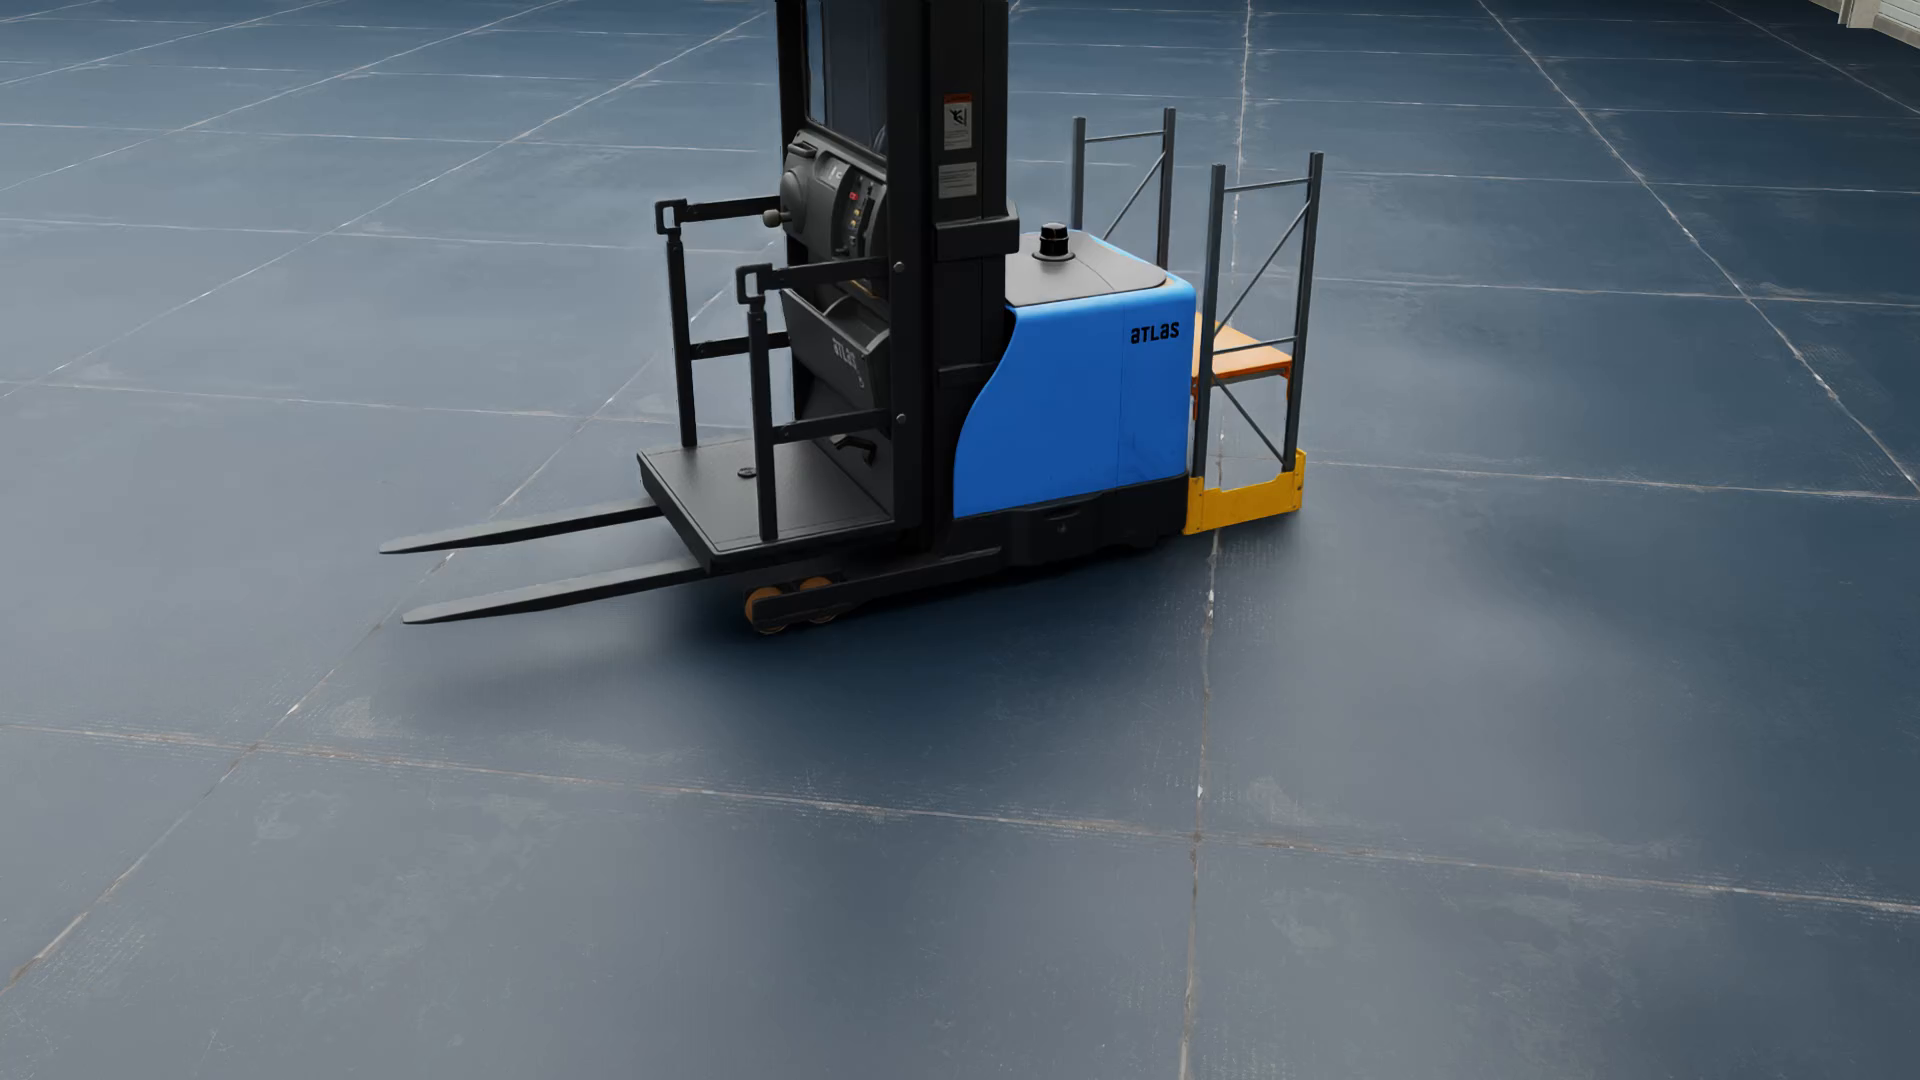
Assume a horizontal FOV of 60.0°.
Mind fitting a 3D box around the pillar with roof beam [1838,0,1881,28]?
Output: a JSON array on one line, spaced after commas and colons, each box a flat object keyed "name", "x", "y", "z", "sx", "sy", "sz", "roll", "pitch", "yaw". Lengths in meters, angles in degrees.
[{"name": "pillar with roof beam", "x": 6.478, "y": -10.528, "z": 18.628, "sx": 9.100, "sy": 9.000, "sz": 0.400, "roll": 4, "pitch": 25, "yaw": 9}]

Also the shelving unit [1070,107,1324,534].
[{"name": "shelving unit", "x": 0.944, "y": -0.959, "z": 7.029, "sx": 0.587, "sy": 1.500, "sz": 1.083, "roll": -12, "pitch": 28, "yaw": -24}]

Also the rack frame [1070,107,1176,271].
[{"name": "rack frame", "x": 0.709, "y": -1.154, "z": 7.447, "sx": 0.500, "sy": 1.500, "sz": 0.032, "roll": -12, "pitch": 28, "yaw": -24}]

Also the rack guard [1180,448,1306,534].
[{"name": "rack guard", "x": 1.170, "y": -0.205, "z": 6.892, "sx": 0.587, "sy": 0.250, "sz": 0.087, "roll": -12, "pitch": 28, "yaw": -24}]

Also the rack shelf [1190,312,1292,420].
[{"name": "rack shelf", "x": 0.940, "y": -0.799, "z": 7.113, "sx": 0.538, "sy": 0.185, "sz": 1.000, "roll": -12, "pitch": 28, "yaw": -24}]

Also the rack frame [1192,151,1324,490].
[{"name": "rack frame", "x": 1.171, "y": -0.770, "z": 6.626, "sx": 0.500, "sy": 1.500, "sz": 0.032, "roll": -12, "pitch": 28, "yaw": -24}]

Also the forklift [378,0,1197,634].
[{"name": "forklift", "x": -0.646, "y": -1.242, "z": 5.946, "sx": 3.031, "sy": 2.935, "sz": 1.130, "roll": -11, "pitch": 27, "yaw": -22}]
